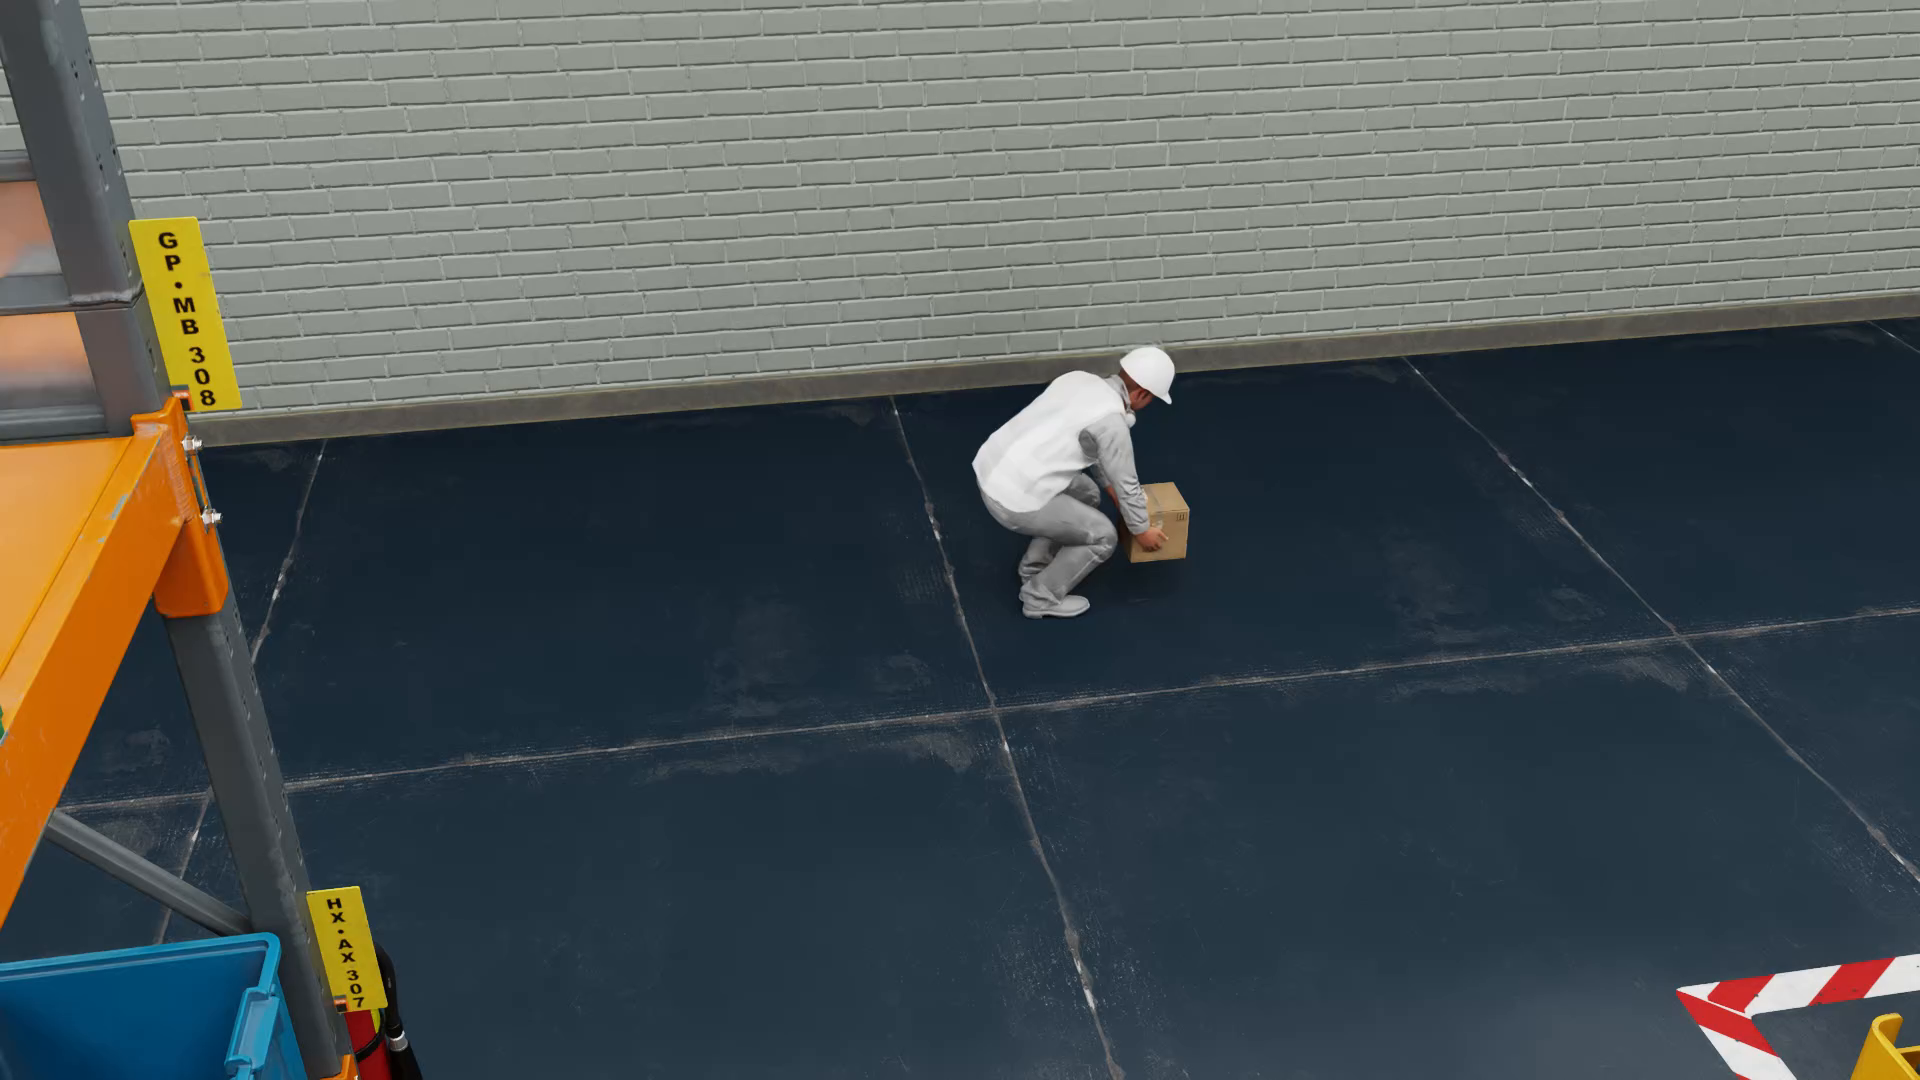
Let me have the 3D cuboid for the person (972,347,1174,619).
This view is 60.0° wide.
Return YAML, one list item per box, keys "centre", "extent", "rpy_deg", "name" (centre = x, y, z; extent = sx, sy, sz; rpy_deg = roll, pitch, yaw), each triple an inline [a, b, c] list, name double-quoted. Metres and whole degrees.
- centre: [0.485, -0.272, 7.188]
  extent: [0.861, 1.147, 0.560]
  rpy_deg: [-5, 31, -9]
  name: "person"
